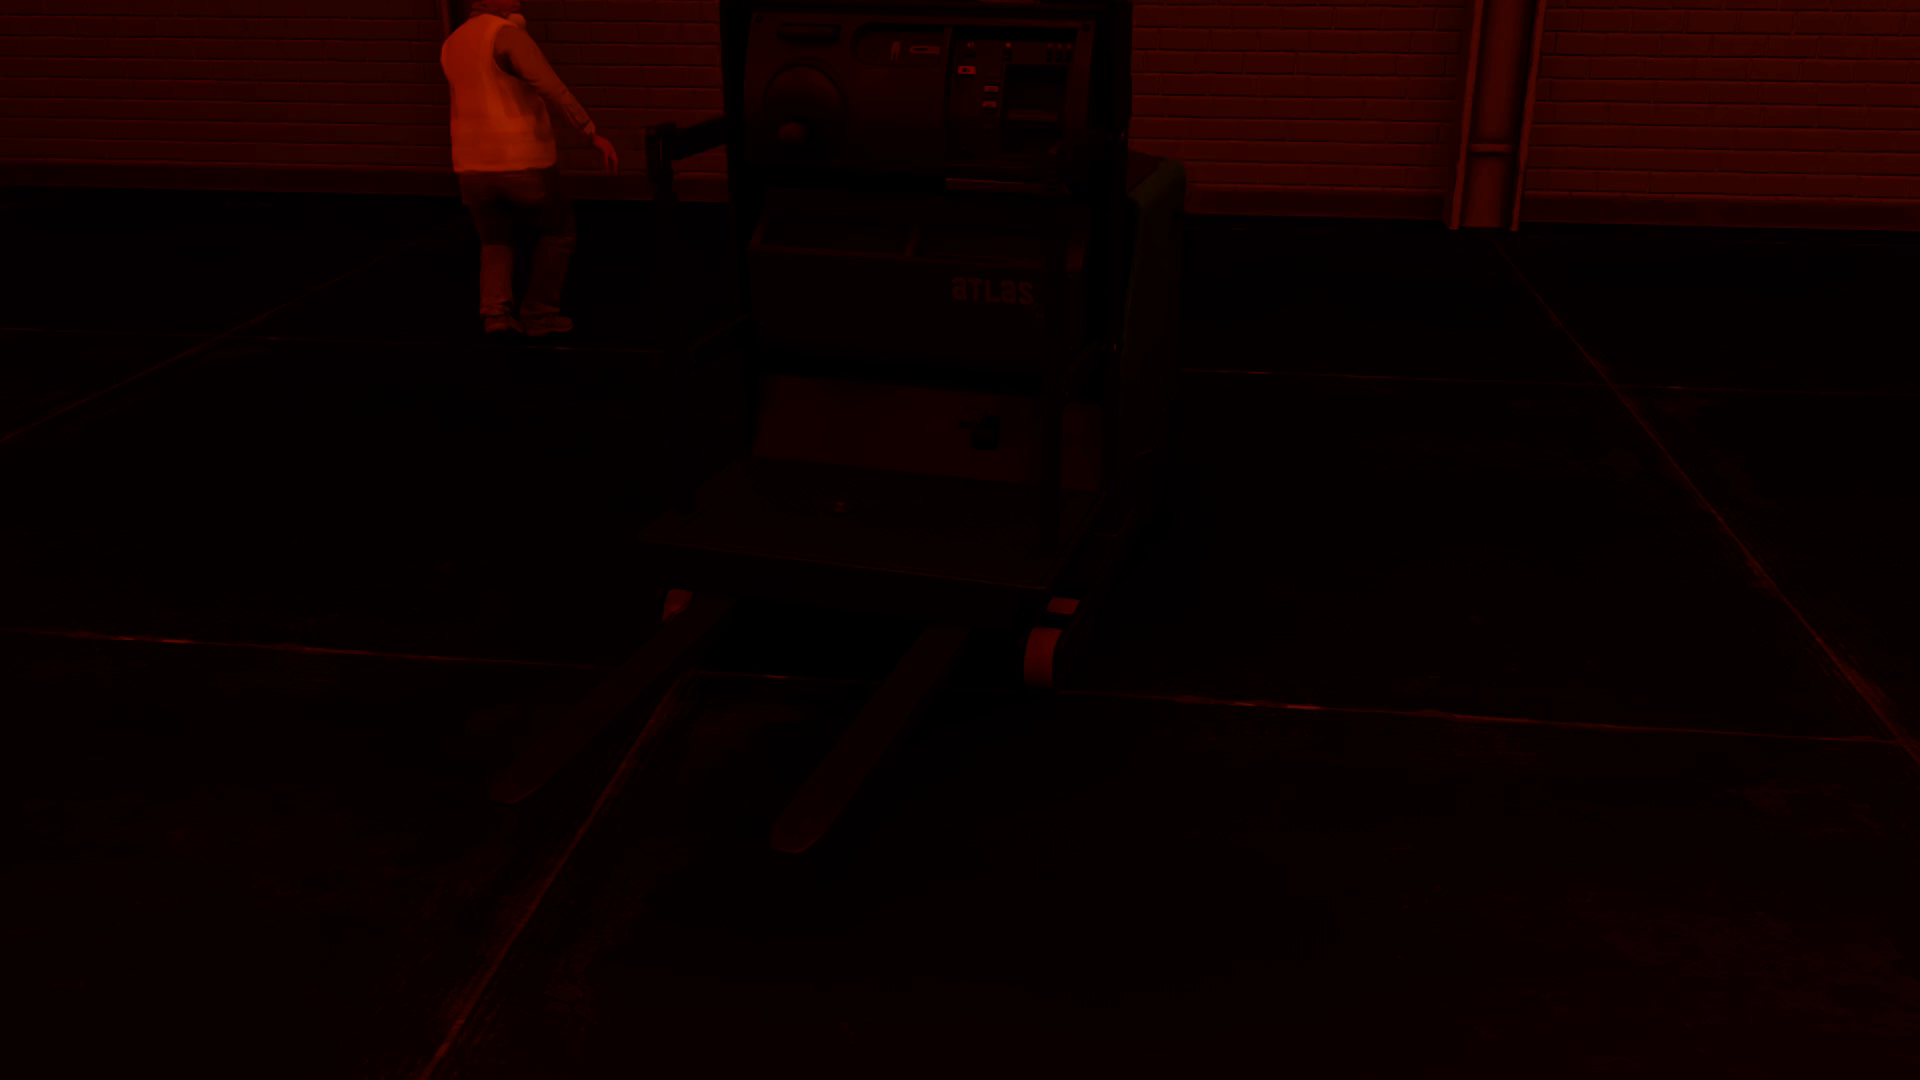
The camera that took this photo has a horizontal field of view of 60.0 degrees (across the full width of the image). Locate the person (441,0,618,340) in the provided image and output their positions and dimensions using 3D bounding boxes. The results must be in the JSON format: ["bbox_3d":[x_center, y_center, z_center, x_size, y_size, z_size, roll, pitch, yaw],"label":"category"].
[{"bbox_3d":[-1.798,-1.645,7.076,0.856,1.642,0.815,7,23,18],"label":"person"}]

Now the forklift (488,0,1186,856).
[{"bbox_3d":[-0.175,-1.141,4.087,1.130,2.935,3.031,7,23,16],"label":"forklift"}]
